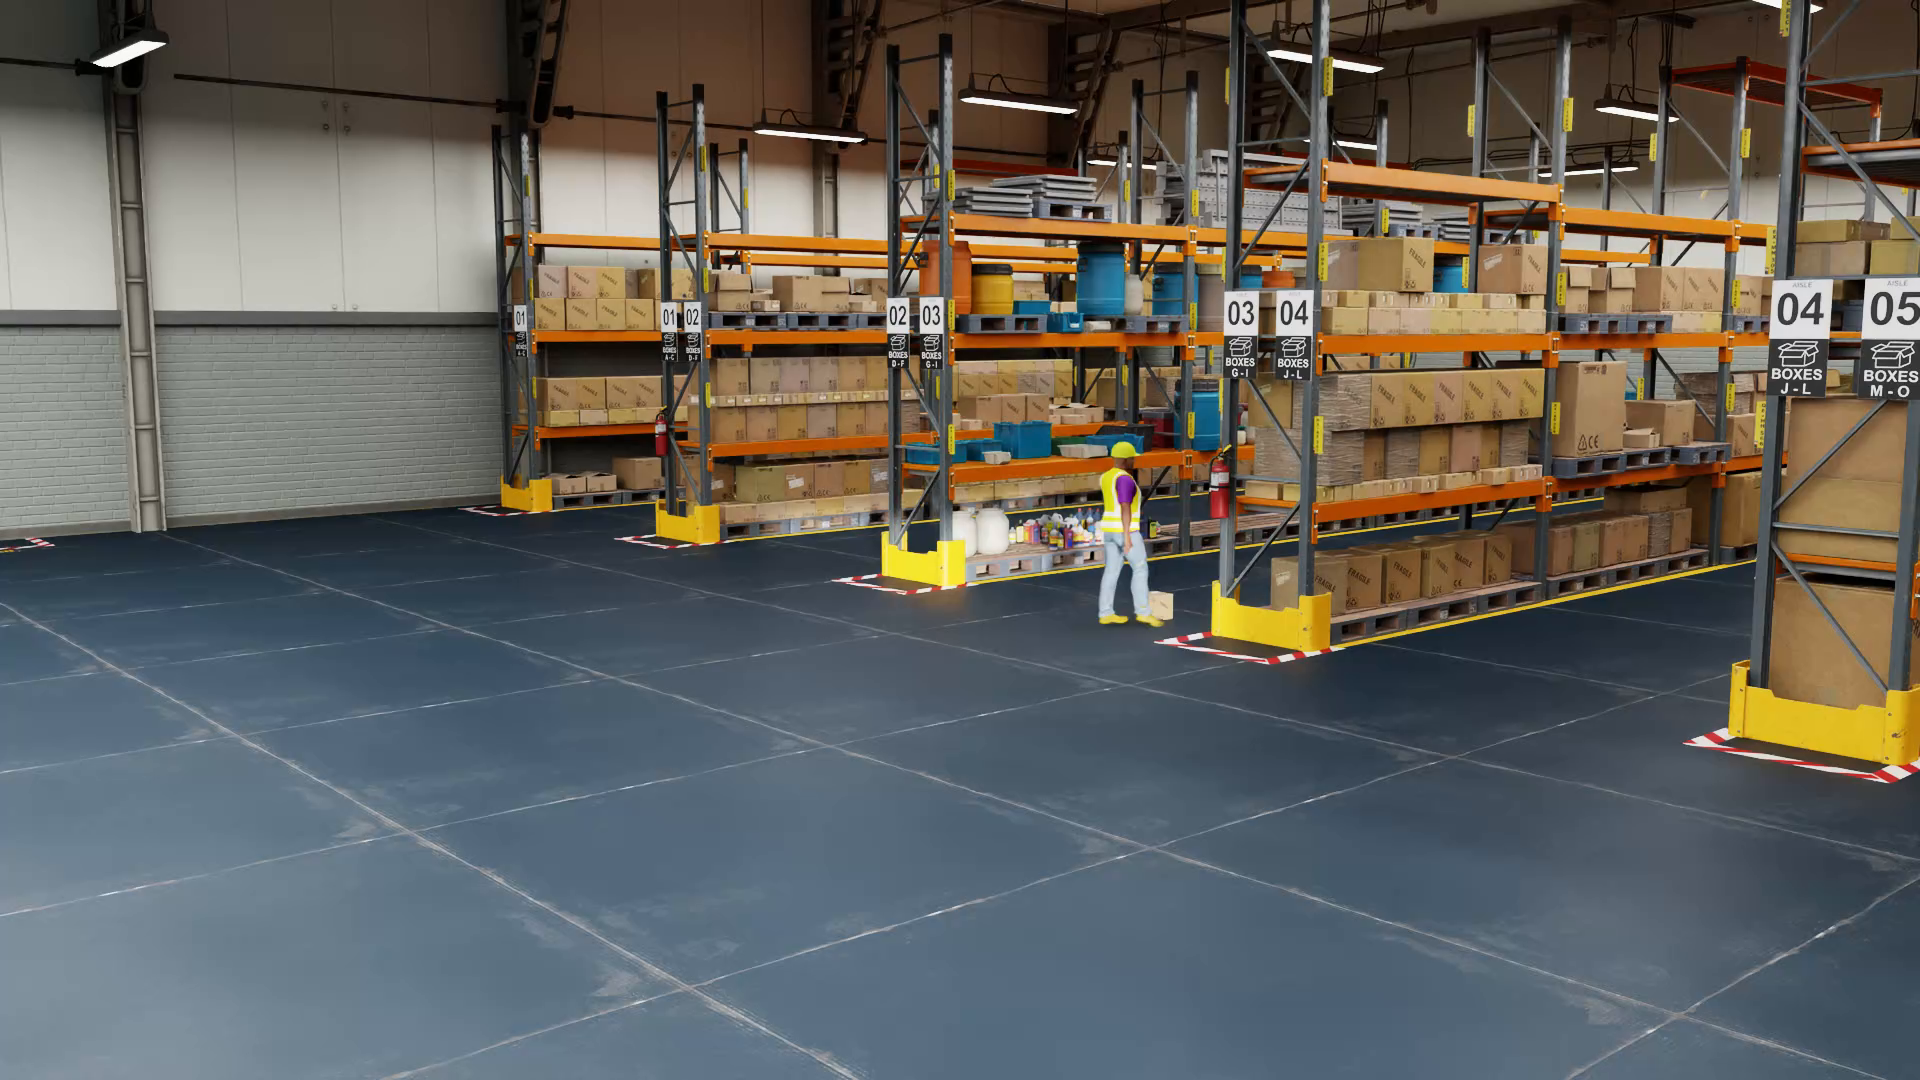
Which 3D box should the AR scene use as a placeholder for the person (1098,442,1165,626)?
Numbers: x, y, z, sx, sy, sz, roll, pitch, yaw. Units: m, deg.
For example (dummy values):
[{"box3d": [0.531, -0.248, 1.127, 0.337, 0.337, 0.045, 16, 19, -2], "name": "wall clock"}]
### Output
[{"box3d": [1.612, -0.057, 16.132, 0.641, 1.789, 0.627, -4, 8, -26], "name": "person"}]
